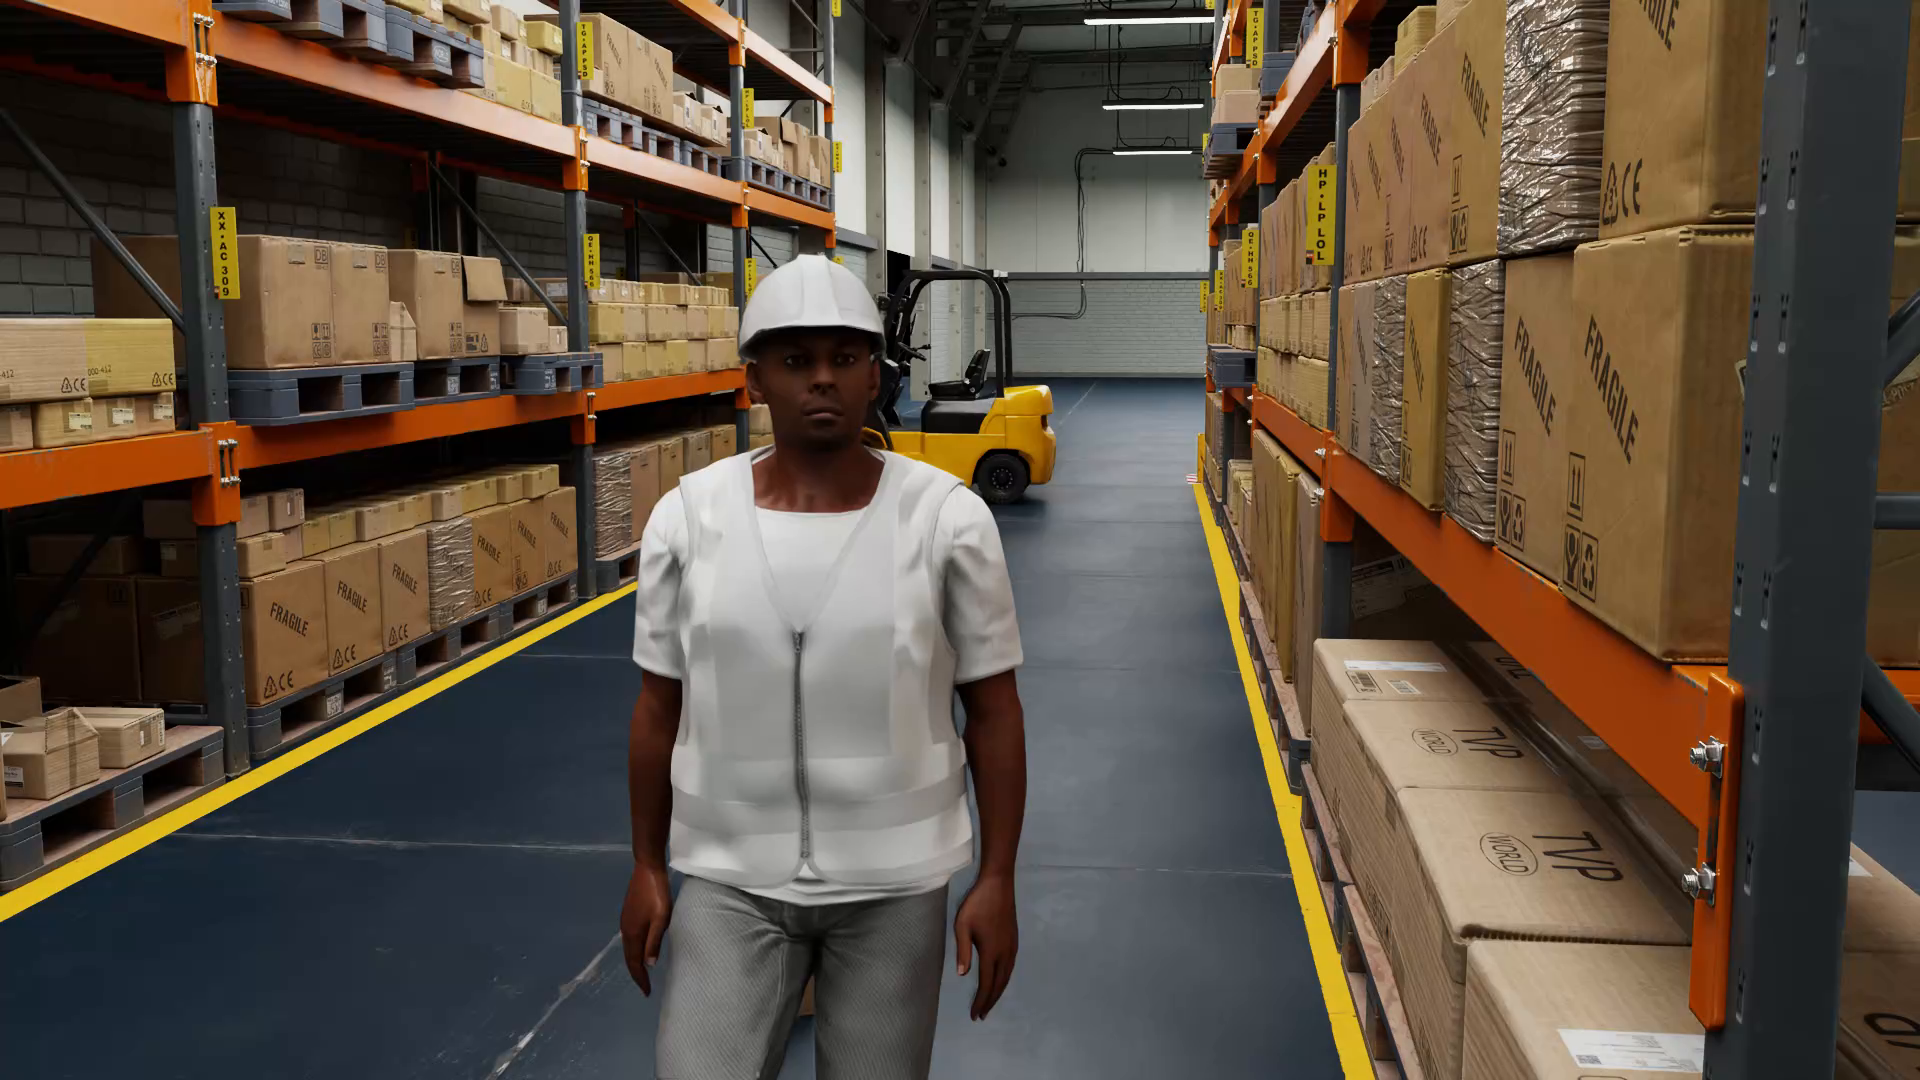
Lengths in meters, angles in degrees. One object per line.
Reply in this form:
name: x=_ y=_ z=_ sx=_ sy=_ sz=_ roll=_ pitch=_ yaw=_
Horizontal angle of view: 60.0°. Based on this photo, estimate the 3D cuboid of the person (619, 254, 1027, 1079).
person: x=-0.207 y=0.486 z=2.335 sx=0.593 sy=1.756 sz=0.470 roll=0 pitch=8 yaw=1
